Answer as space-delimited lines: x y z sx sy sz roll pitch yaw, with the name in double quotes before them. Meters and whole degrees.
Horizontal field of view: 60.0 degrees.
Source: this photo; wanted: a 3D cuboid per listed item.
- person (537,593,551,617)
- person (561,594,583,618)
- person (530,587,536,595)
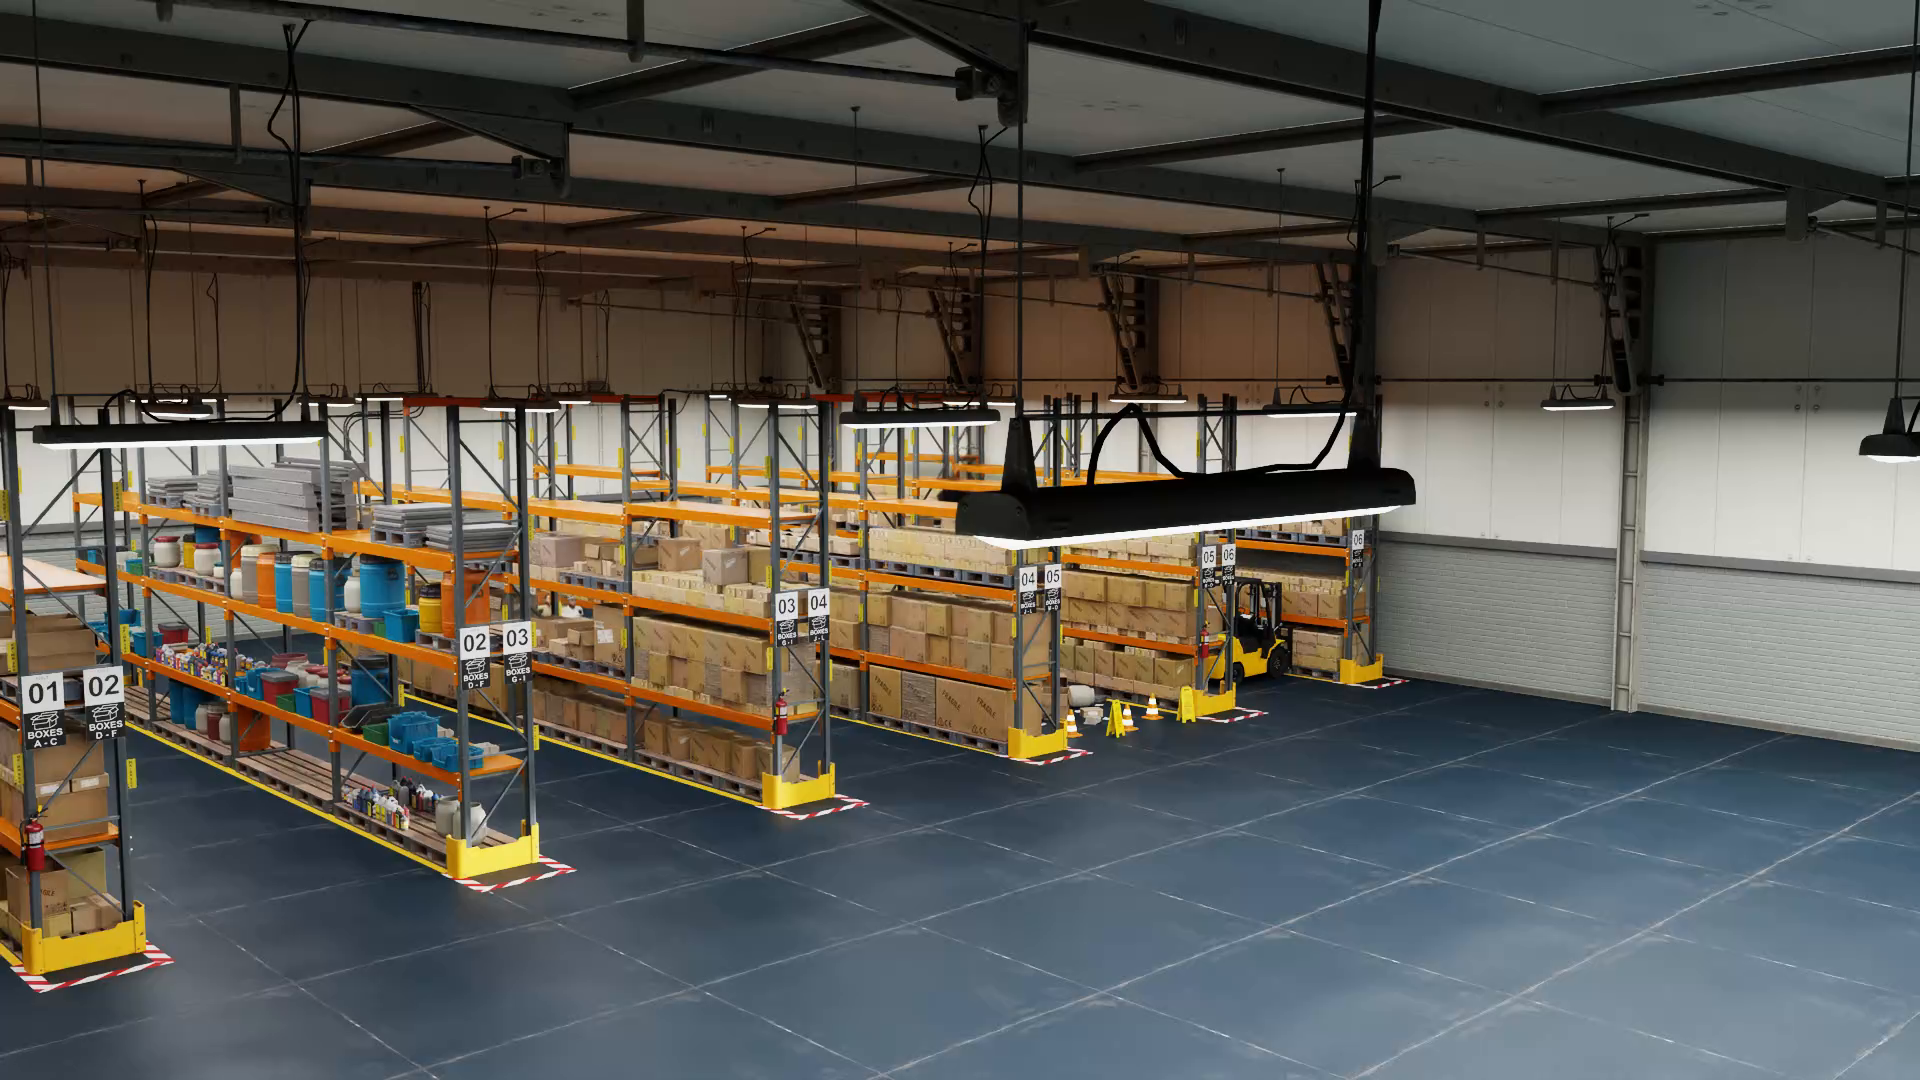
"person" -8.968 1.994 36.416 0.552 1.673 0.650 -4 7 -37
"person" -8.269 2.013 35.672 0.650 1.738 0.612 -4 7 -37
"person" -10.586 1.558 40.776 0.749 1.693 0.780 -2 6 -17
